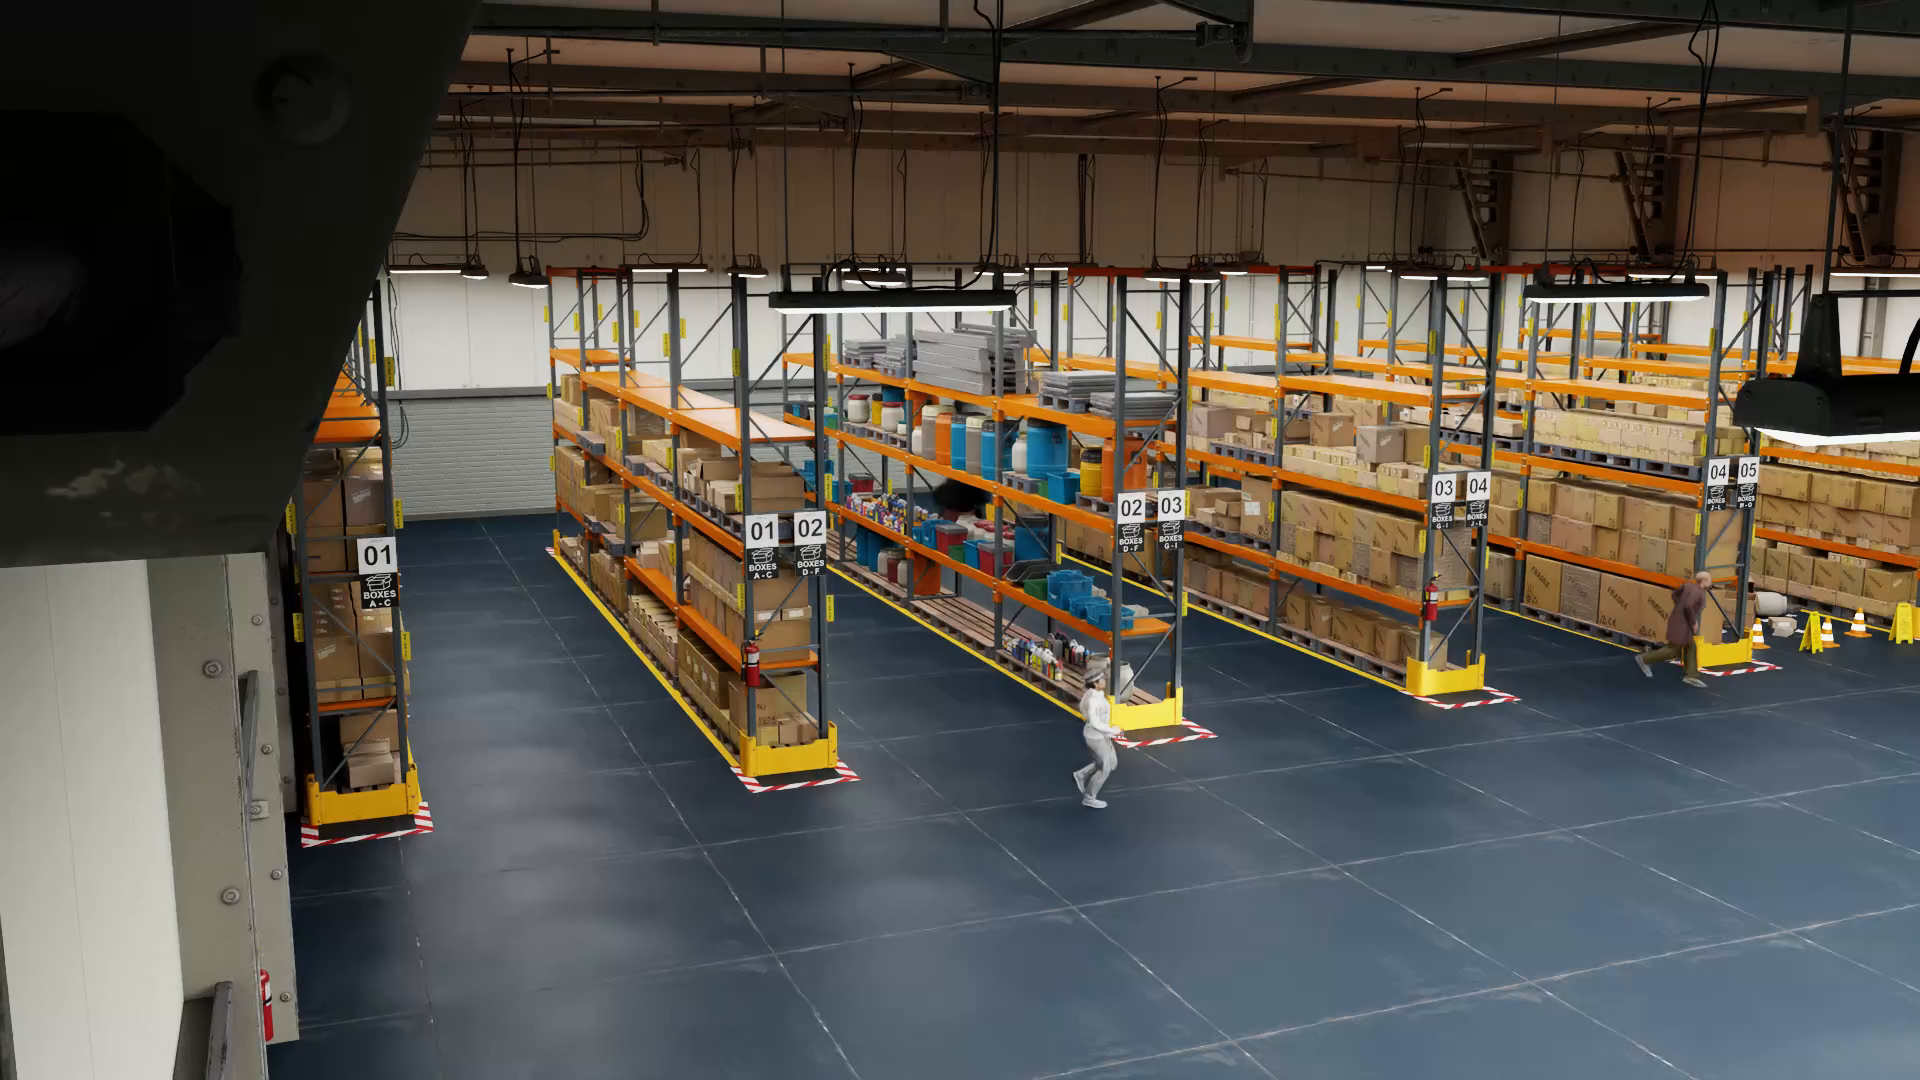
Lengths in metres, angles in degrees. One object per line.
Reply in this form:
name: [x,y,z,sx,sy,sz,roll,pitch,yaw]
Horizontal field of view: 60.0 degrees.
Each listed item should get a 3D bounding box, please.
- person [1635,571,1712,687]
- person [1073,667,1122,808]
person: [10.468,1.301,24.394,1.044,1.737,0.733,1,10,6]
person: [1.591,2.259,19.018,0.516,1.646,0.611,0,10,2]
